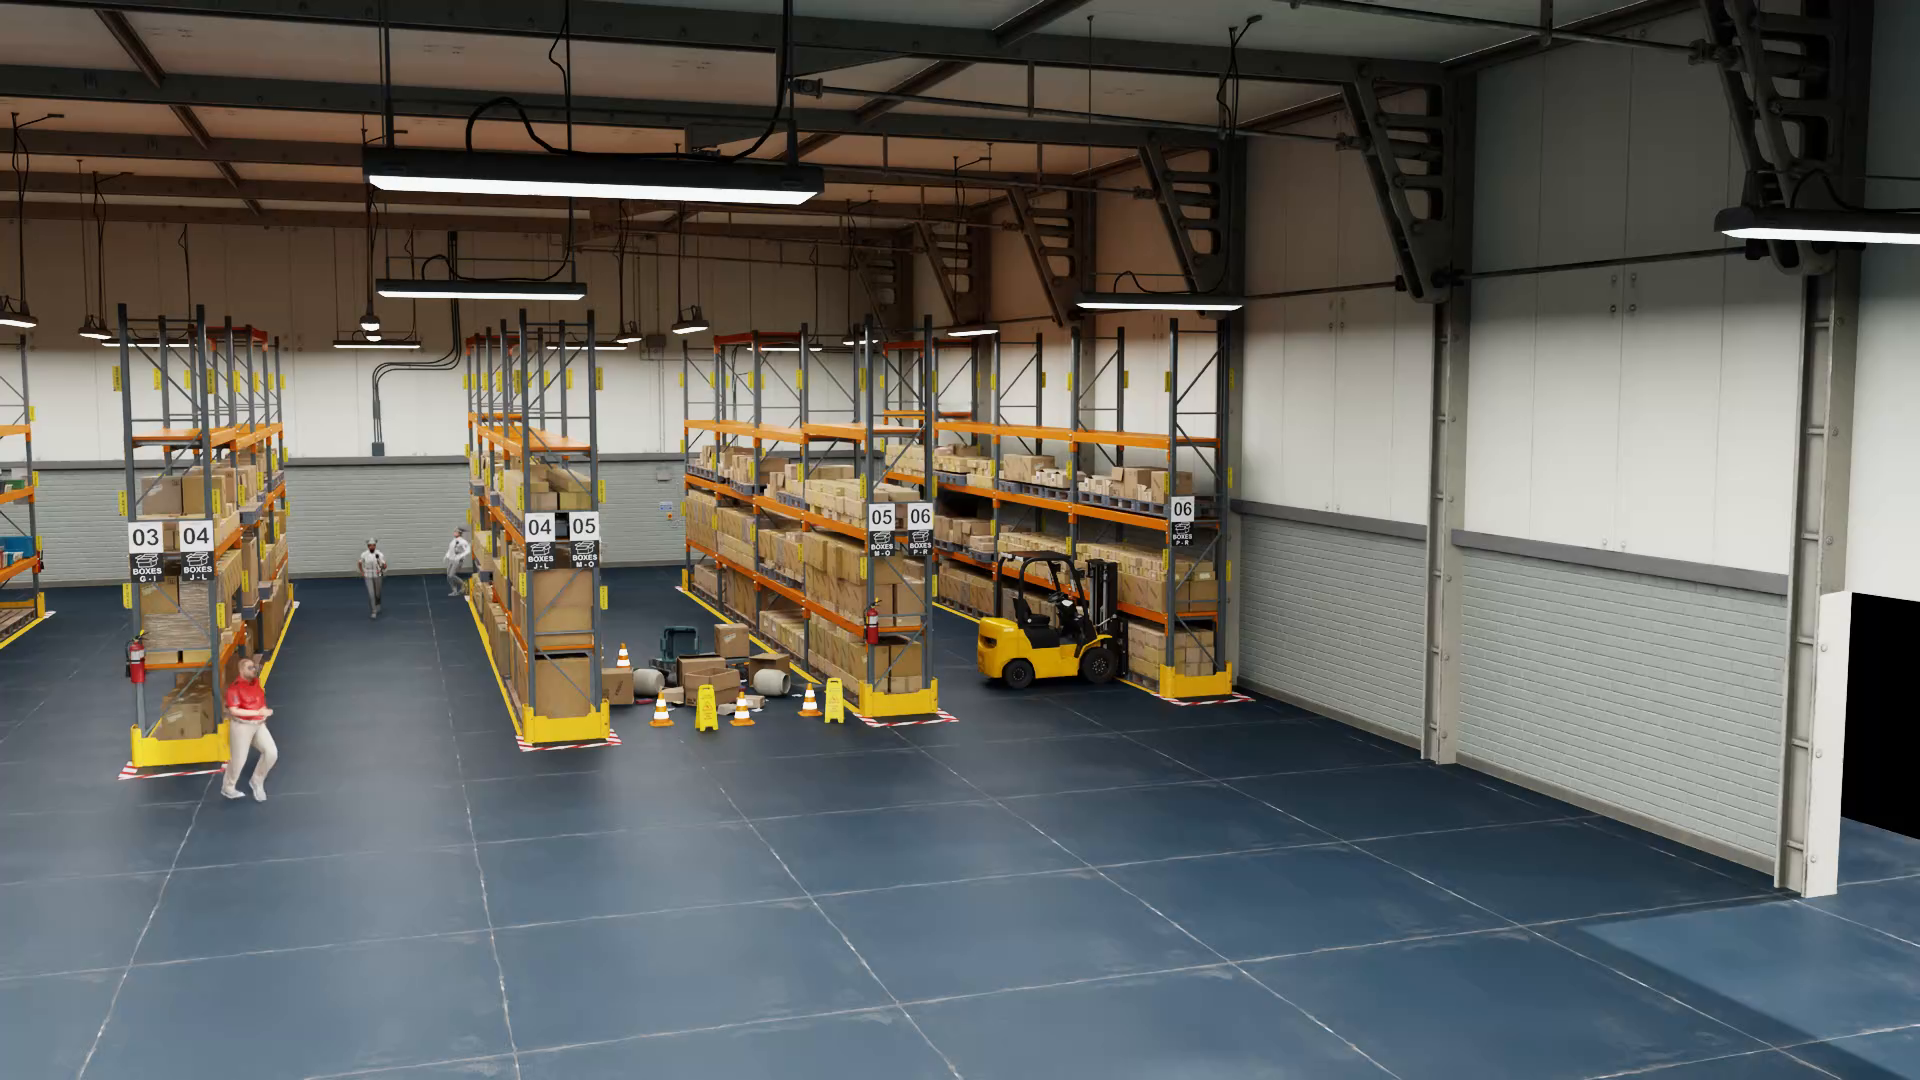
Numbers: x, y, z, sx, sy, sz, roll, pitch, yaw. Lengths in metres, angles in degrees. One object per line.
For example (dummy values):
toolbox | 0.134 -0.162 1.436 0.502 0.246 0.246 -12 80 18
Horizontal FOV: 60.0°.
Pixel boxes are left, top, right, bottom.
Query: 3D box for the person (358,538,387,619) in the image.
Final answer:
person | -12.559 0.799 35.550 0.585 1.695 0.727 -2 6 -21

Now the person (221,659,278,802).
person | -8.453 2.284 19.804 0.801 1.758 0.632 2 6 22

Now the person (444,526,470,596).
person | -11.814 0.500 38.919 0.680 1.654 0.477 5 7 41

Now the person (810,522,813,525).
person | -3.595 0.385 39.426 0.642 1.812 0.740 -3 6 -29
